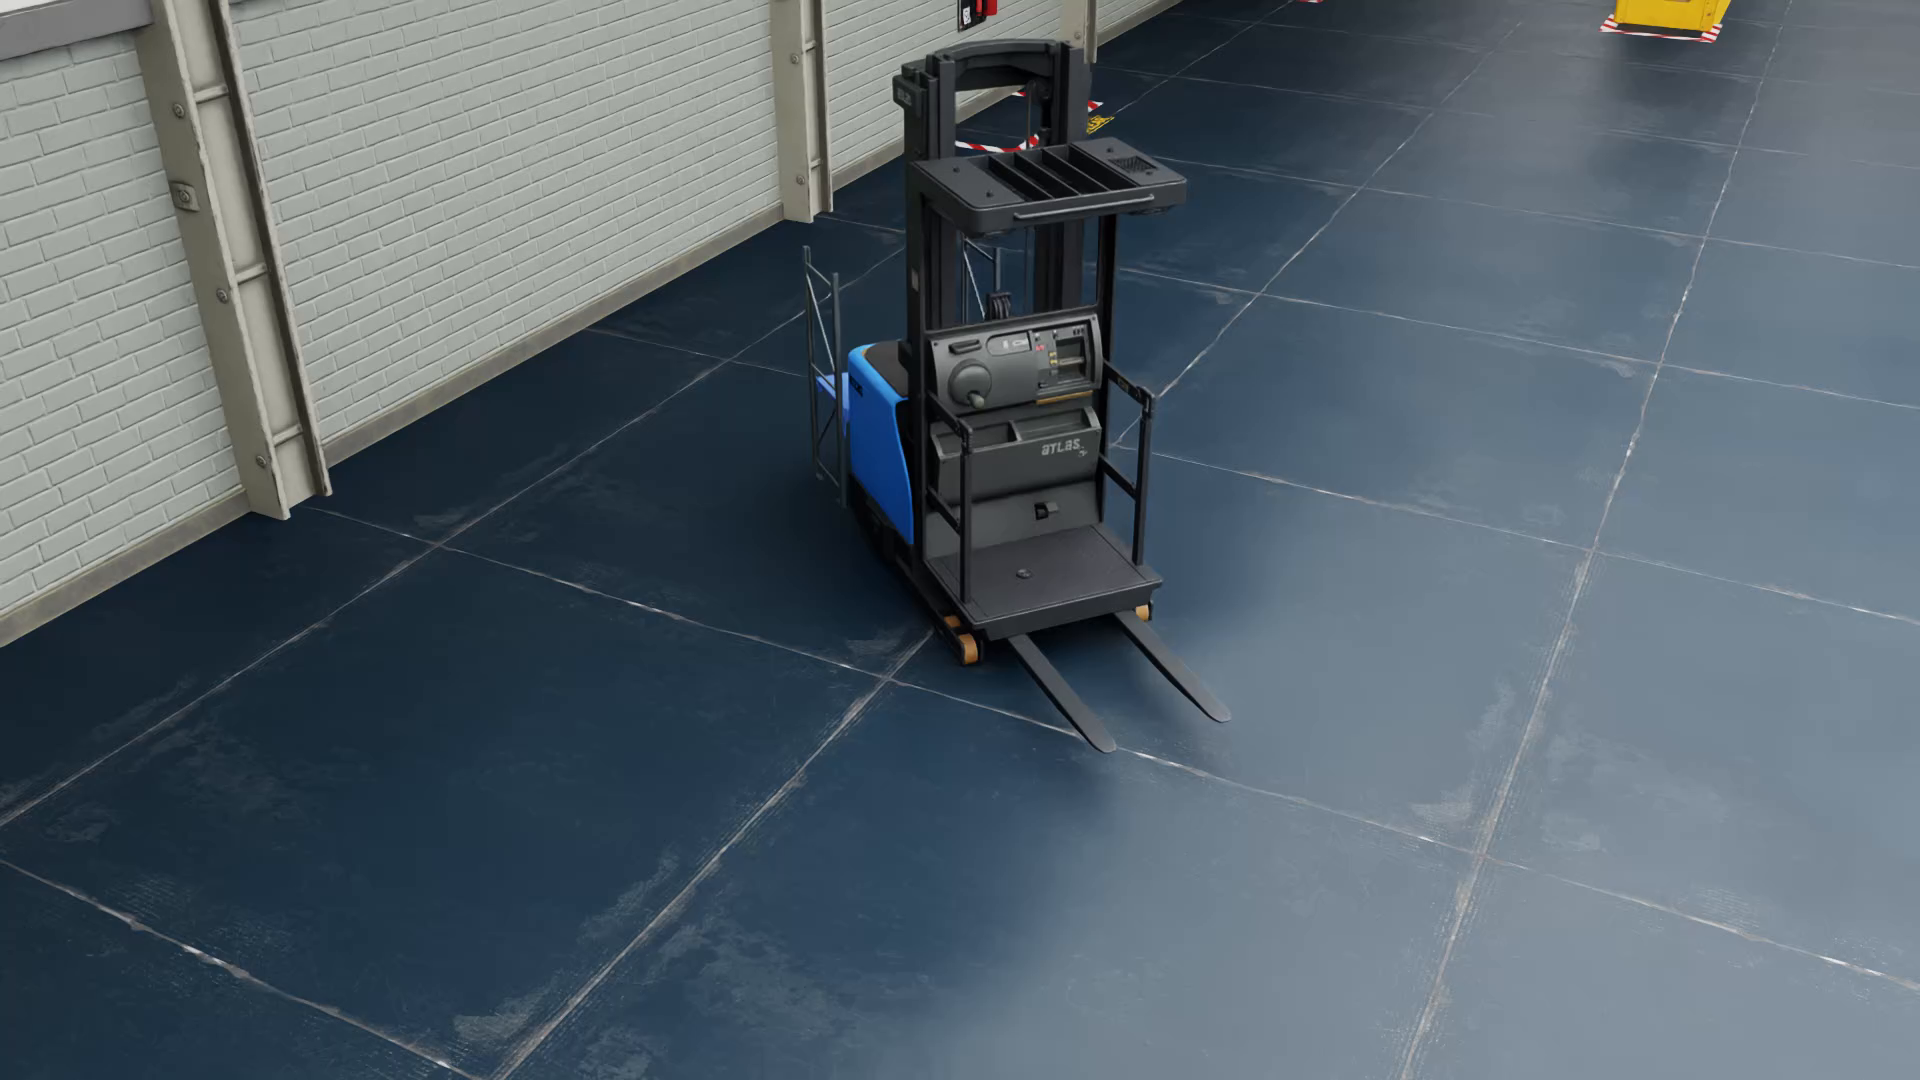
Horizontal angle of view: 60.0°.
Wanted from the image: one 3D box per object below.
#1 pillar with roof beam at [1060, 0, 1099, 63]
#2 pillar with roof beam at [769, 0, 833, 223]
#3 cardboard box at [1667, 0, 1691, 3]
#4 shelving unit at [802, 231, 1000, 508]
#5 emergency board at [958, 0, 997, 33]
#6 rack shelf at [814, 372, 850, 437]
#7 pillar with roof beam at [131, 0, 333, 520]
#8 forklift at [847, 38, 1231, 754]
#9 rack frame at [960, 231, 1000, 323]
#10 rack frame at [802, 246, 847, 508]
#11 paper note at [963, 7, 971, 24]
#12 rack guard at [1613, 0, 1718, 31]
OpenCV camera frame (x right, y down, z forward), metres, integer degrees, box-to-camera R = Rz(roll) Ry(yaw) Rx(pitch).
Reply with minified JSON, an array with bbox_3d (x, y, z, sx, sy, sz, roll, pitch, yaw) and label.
[{"bbox_3d":[5.207,-8.484,15.487,9.100,9.000,0.400,14,33,23],"label":"pillar with roof beam"},{"bbox_3d":[2.473,-5.824,10.856,9.100,9.000,0.400,14,33,23],"label":"pillar with roof beam"},{"bbox_3d":[9.413,-7.067,21.384,0.500,0.250,0.500,14,33,23],"label":"cardboard box"},{"bbox_3d":[-0.343,-1.065,10.099,1.048,1.500,0.538,-13,32,-21],"label":"shelving unit"},{"bbox_3d":[0.215,-5.772,16.789,0.194,1.169,0.643,14,33,23],"label":"emergency board"},{"bbox_3d":[-0.343,-0.909,10.188,1.000,0.185,0.538,-13,32,-21],"label":"rack shelf"},{"bbox_3d":[-0.260,-3.164,6.224,9.100,9.000,0.400,14,33,23],"label":"pillar with roof beam"},{"bbox_3d":[0.380,-0.862,8.307,1.130,2.935,3.031,-12,32,-20],"label":"forklift"},{"bbox_3d":[0.118,-1.172,10.284,0.032,1.500,0.500,-13,32,-21],"label":"rack frame"},{"bbox_3d":[-0.804,-0.959,9.913,0.032,1.500,0.500,-13,32,-21],"label":"rack frame"},{"bbox_3d":[0.072,-5.327,16.899,0.016,0.148,0.142,14,33,23],"label":"paper note"},{"bbox_3d":[8.959,-6.796,21.082,1.175,0.500,0.348,14,33,23],"label":"rack guard"}]
